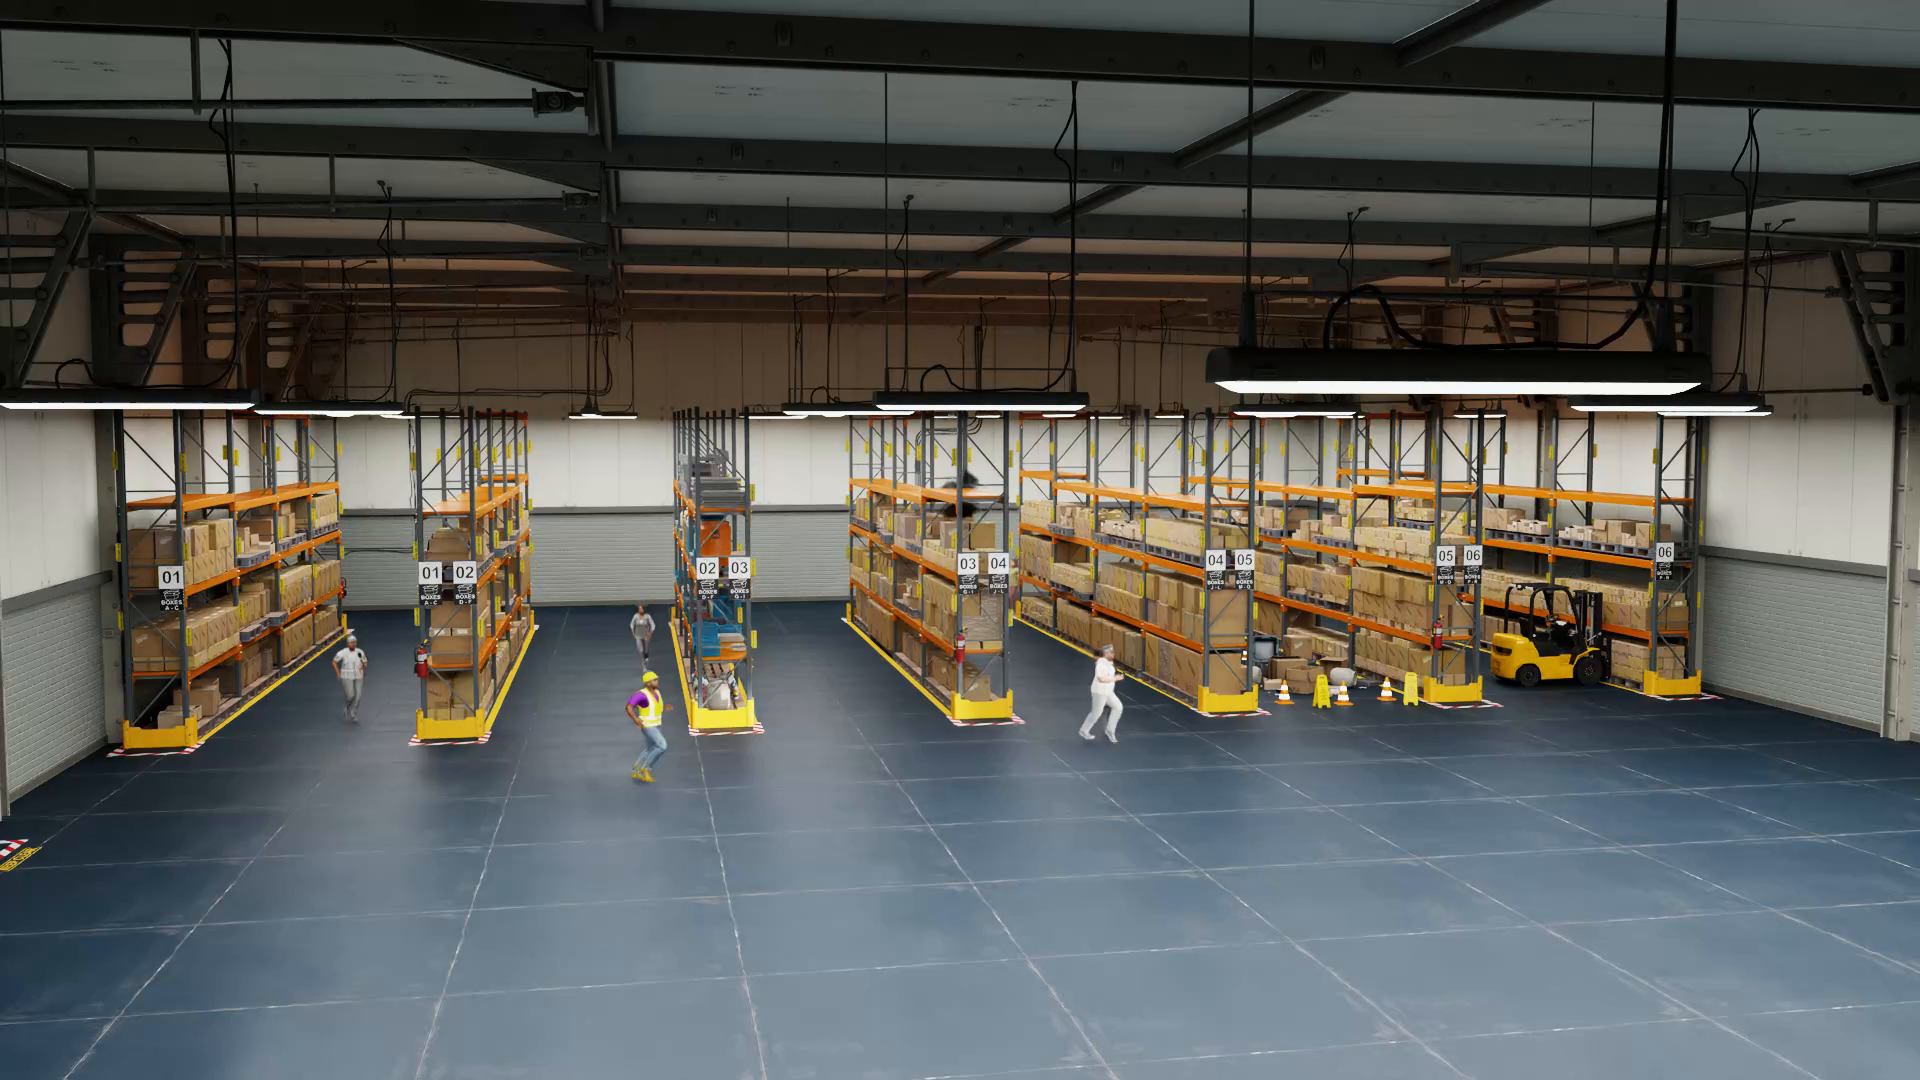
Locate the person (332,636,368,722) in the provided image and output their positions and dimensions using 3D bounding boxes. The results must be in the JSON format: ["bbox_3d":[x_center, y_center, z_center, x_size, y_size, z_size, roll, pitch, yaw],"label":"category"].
[{"bbox_3d":[-11.565,2.651,31.636,0.573,1.628,0.637,-3,5,-39],"label":"person"}]

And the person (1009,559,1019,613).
[{"bbox_3d":[1.626,1.385,49.702,0.614,1.625,0.573,-4,5,-41],"label":"person"}]

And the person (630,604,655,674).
[{"bbox_3d":[-7.268,2.249,38.069,0.559,1.576,0.695,0,4,-5],"label":"person"}]

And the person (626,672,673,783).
[{"bbox_3d":[-4.920,2.972,26.442,0.689,1.752,0.689,1,4,14],"label":"person"}]

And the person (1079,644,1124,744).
[{"bbox_3d":[2.532,2.749,29.666,0.864,1.808,0.688,2,4,24],"label":"person"}]
